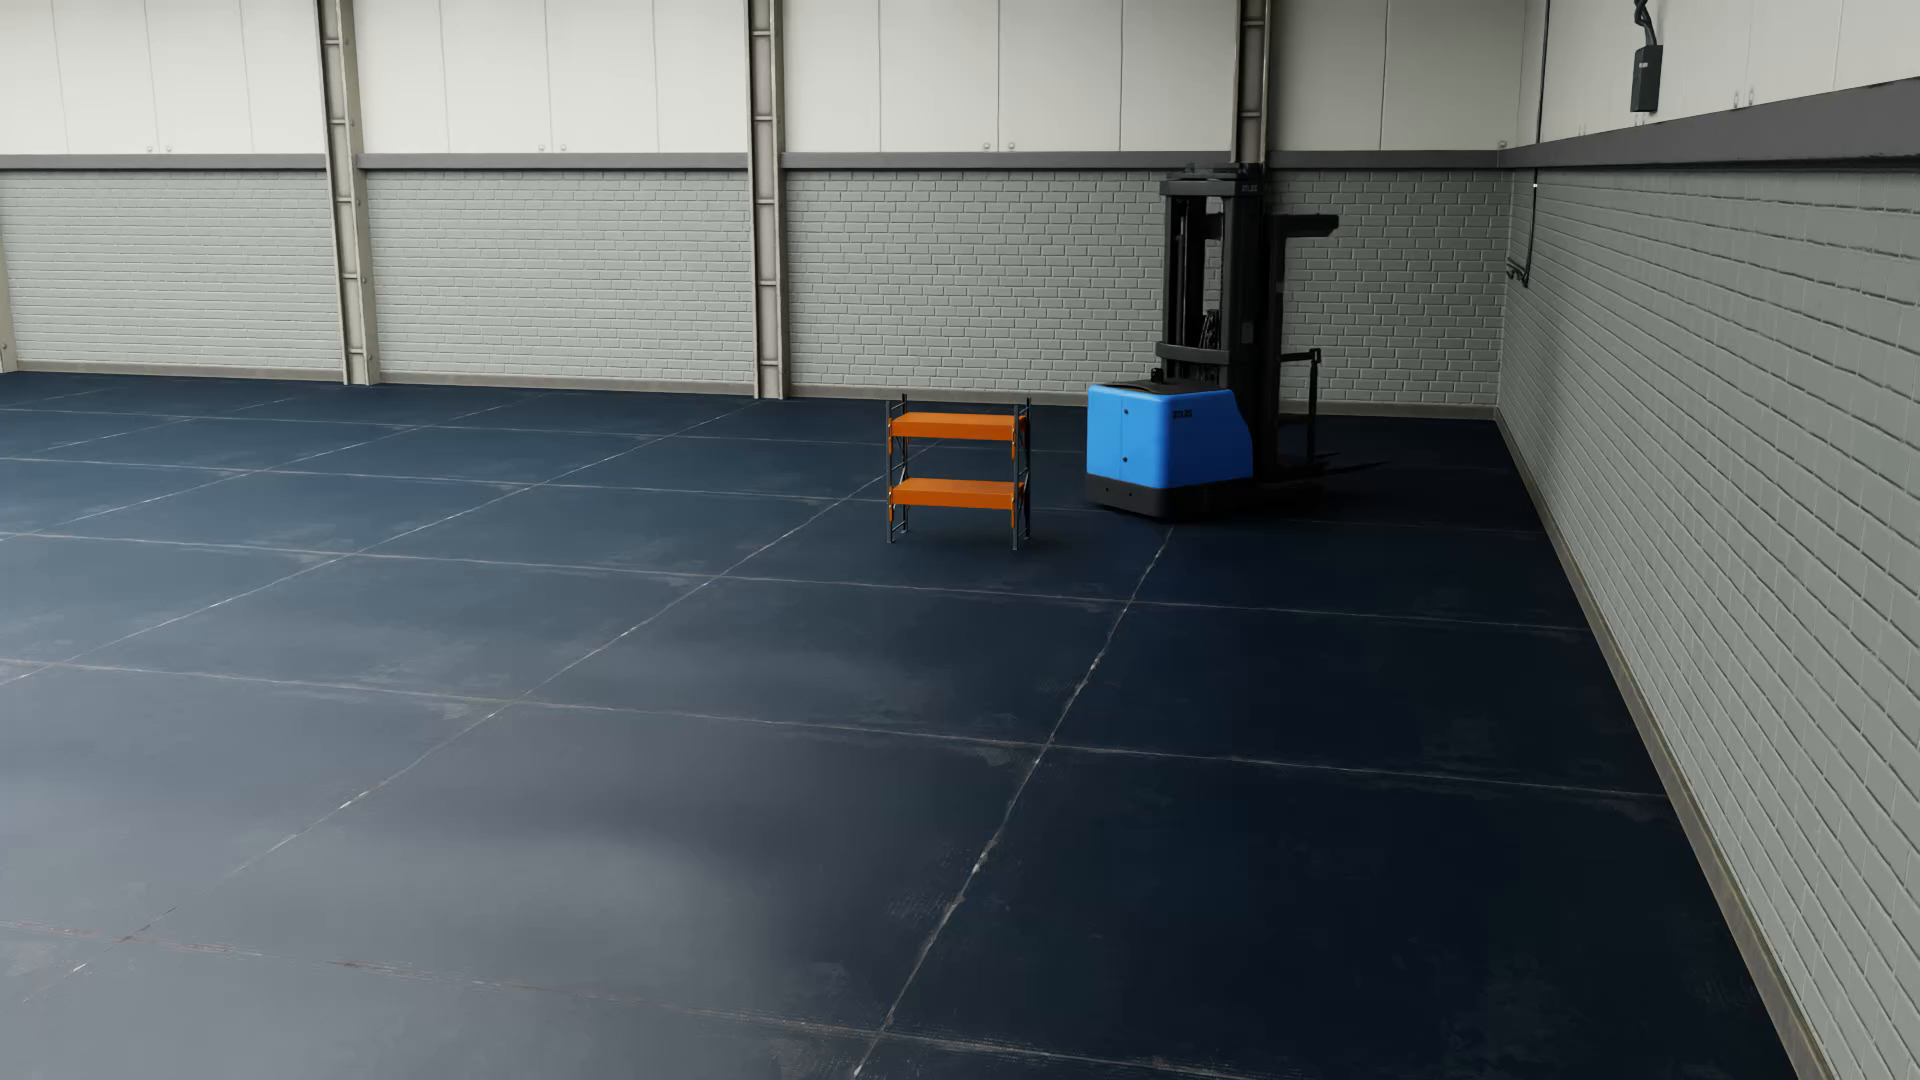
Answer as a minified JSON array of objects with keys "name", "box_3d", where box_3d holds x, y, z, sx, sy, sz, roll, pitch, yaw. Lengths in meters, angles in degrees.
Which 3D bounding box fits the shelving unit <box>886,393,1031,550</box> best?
[{"name":"shelving unit","box_3d":[-0.007,-0.549,13.113,1.048,1.125,0.538,3,13,14]}]

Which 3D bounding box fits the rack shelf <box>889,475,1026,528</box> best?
[{"name":"rack shelf","box_3d":[-0.007,-0.311,13.166,1.000,0.278,0.538,3,13,14]}]

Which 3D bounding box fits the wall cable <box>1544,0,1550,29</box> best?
[{"name":"wall cable","box_3d":[5.289,-5.885,14.490,0.112,2.526,3.097,3,13,14]}]

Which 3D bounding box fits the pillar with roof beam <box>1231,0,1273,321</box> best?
[{"name":"pillar with roof beam","box_3d":[2.362,-5.029,15.127,0.400,9.000,9.100,3,13,14]}]

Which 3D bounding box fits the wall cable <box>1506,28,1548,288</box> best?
[{"name":"wall cable","box_3d":[5.937,-3.988,17.601,0.112,2.526,3.097,3,13,14]}]

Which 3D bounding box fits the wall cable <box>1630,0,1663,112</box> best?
[{"name":"wall cable","box_3d":[3.647,-5.168,7.902,0.169,6.003,2.305,3,13,14]}]

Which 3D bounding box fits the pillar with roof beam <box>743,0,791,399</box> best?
[{"name":"pillar with roof beam","box_3d":[-3.463,-5.341,16.530,0.400,9.000,9.100,3,13,14]}]

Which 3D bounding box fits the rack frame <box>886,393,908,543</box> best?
[{"name":"rack frame","box_3d":[-0.500,-0.576,13.232,0.032,1.125,0.500,3,13,14]}]

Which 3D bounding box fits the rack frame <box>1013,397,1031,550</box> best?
[{"name":"rack frame","box_3d":[0.487,-0.523,12.995,0.032,1.125,0.500,3,13,14]}]

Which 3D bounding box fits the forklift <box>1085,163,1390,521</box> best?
[{"name":"forklift","box_3d":[2.586,-1.820,14.668,3.031,2.935,1.130,-9,15,-34]}]

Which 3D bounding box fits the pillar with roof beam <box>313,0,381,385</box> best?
[{"name":"pillar with roof beam","box_3d":[-9.288,-5.652,17.934,0.400,9.000,9.100,3,13,14]}]

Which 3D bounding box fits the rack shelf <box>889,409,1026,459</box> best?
[{"name":"rack shelf","box_3d":[-0.007,-0.835,13.050,1.000,0.278,0.538,3,13,14]}]

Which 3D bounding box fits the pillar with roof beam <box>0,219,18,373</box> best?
[{"name":"pillar with roof beam","box_3d":[-15.113,-5.964,19.337,0.400,9.000,9.100,3,13,14]}]
